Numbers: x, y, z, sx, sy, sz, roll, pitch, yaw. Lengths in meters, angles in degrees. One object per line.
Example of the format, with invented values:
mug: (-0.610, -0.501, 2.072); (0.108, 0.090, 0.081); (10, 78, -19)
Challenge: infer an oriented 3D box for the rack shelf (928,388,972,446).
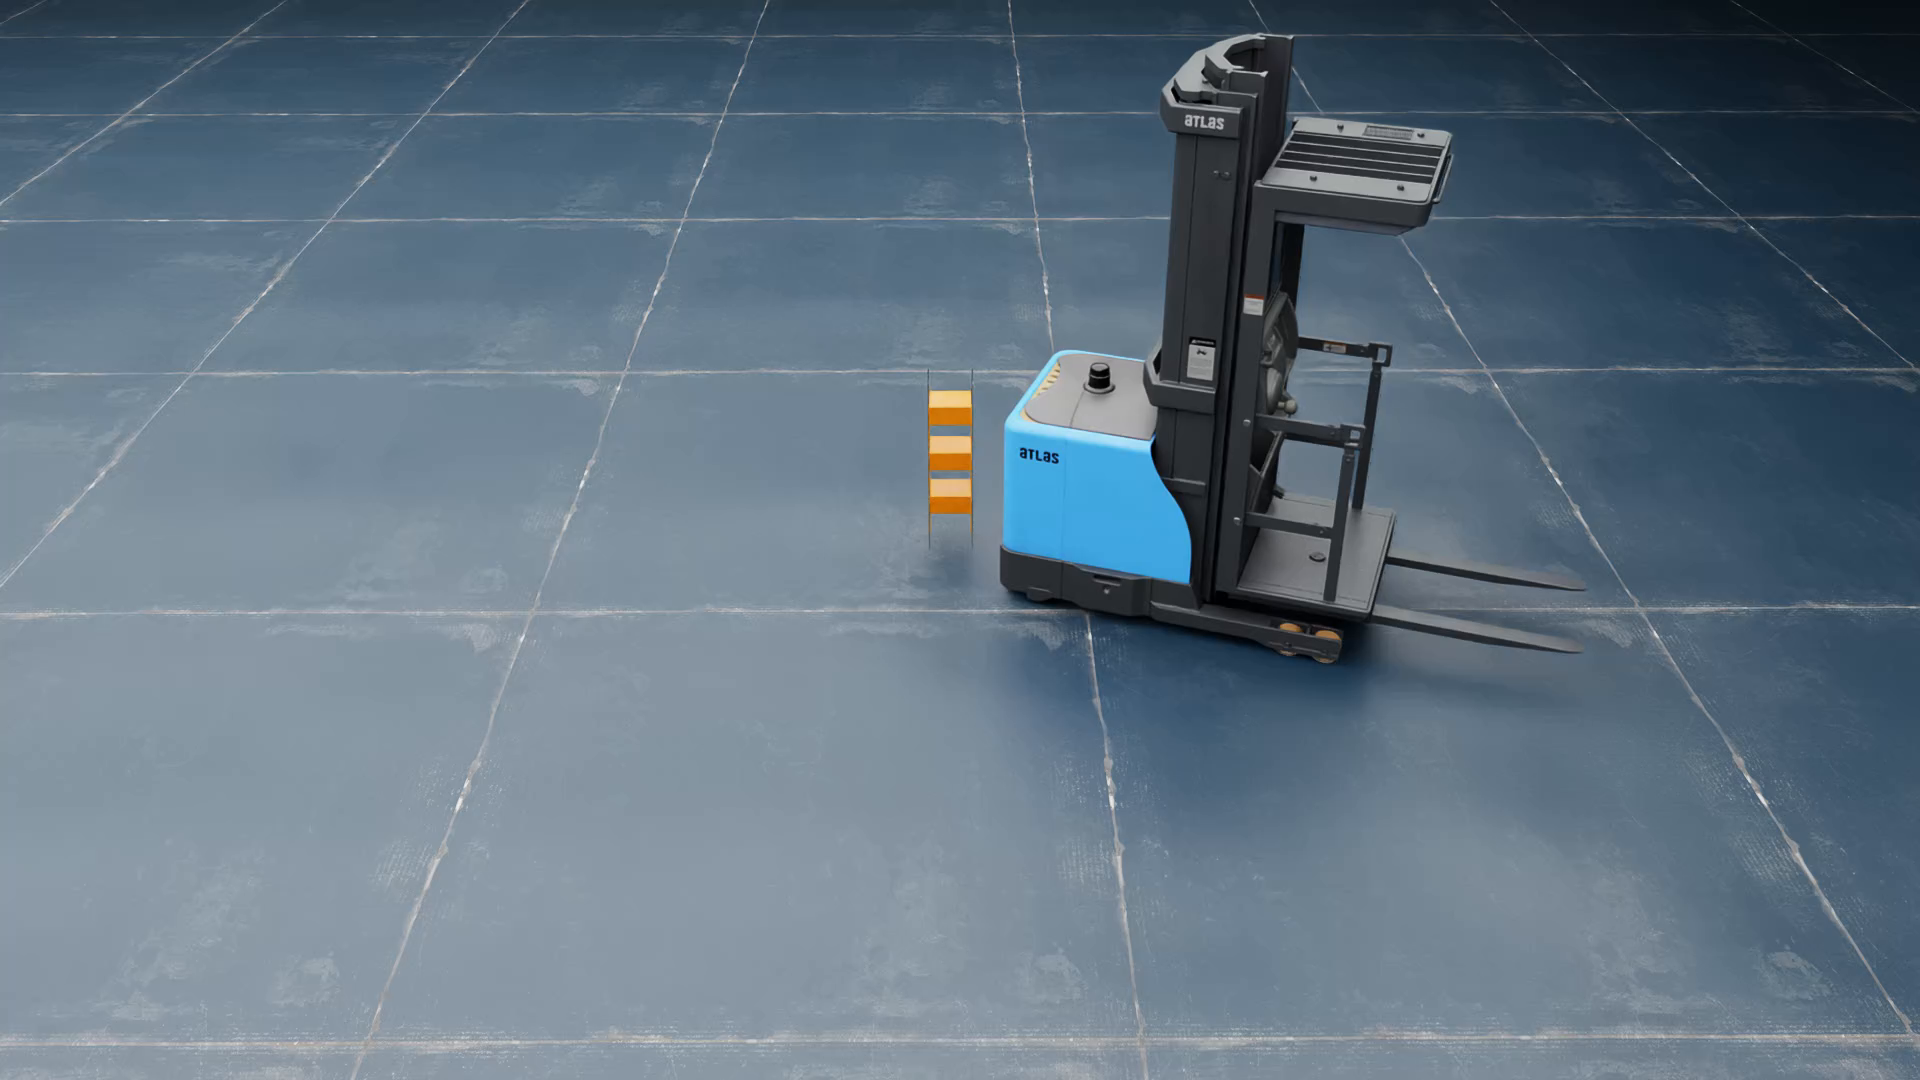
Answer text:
rack shelf: (-0.054, -0.682, 9.225); (0.240, 0.259, 0.215); (0, 31, 0)

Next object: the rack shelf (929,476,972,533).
rack shelf: (-0.054, -0.202, 9.516); (0.240, 0.259, 0.215); (0, 31, 0)

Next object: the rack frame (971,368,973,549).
rack frame: (0.068, -0.449, 9.367); (0.008, 1.050, 0.200); (0, 31, 0)

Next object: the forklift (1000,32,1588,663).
forklift: (1.792, -0.929, 8.345); (3.031, 2.935, 1.130); (10, 33, 17)

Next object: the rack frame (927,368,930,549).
rack frame: (-0.176, -0.448, 9.366); (0.008, 1.050, 0.200); (0, 31, 0)

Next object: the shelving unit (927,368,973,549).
shelving unit: (-0.054, -0.449, 9.367); (0.252, 1.050, 0.215); (0, 31, 0)

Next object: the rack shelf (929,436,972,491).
rack shelf: (-0.054, -0.440, 9.372); (0.240, 0.259, 0.215); (0, 31, 0)
